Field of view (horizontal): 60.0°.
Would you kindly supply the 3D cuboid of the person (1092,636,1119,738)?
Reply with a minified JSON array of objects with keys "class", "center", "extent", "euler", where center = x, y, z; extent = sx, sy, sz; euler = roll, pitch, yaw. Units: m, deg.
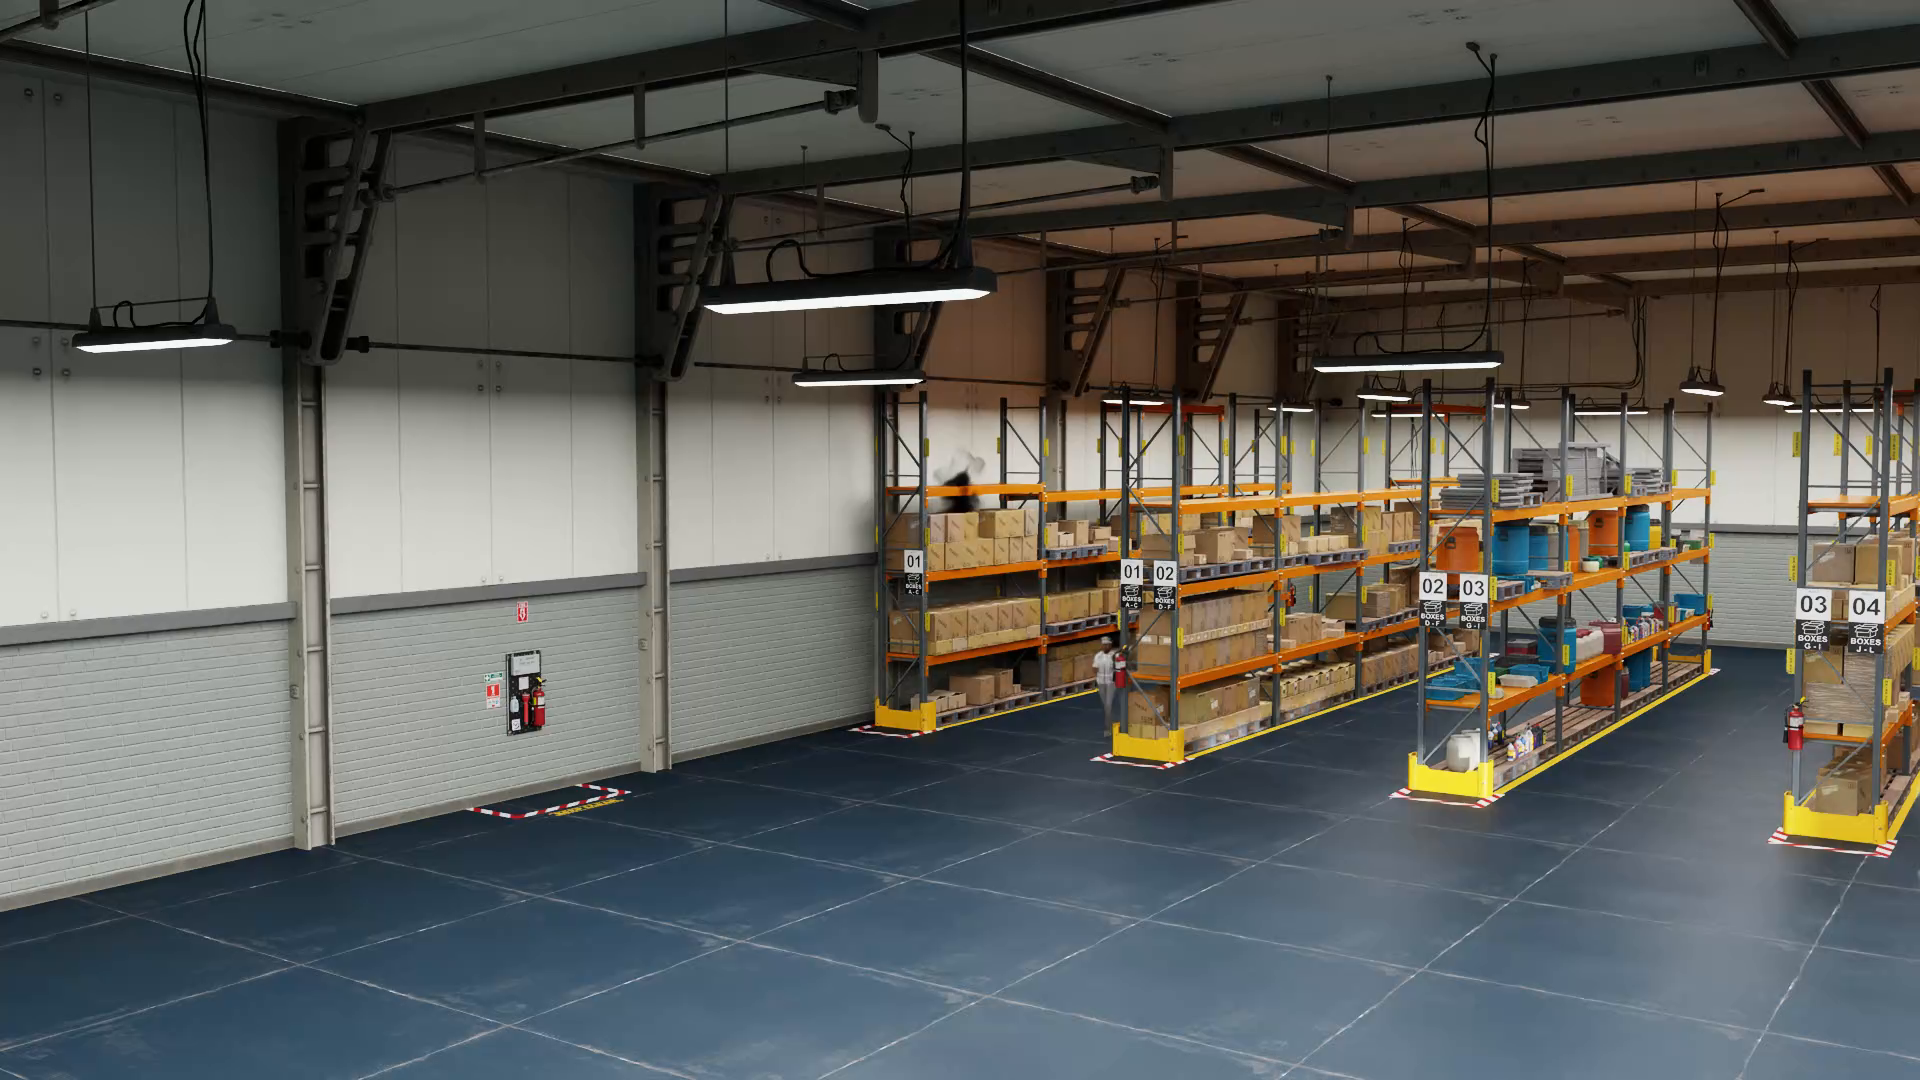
[{"class":"person","center":[2.583,2.546,29.054],"extent":[0.564,1.754,0.794],"euler":[2,4,26]}]
